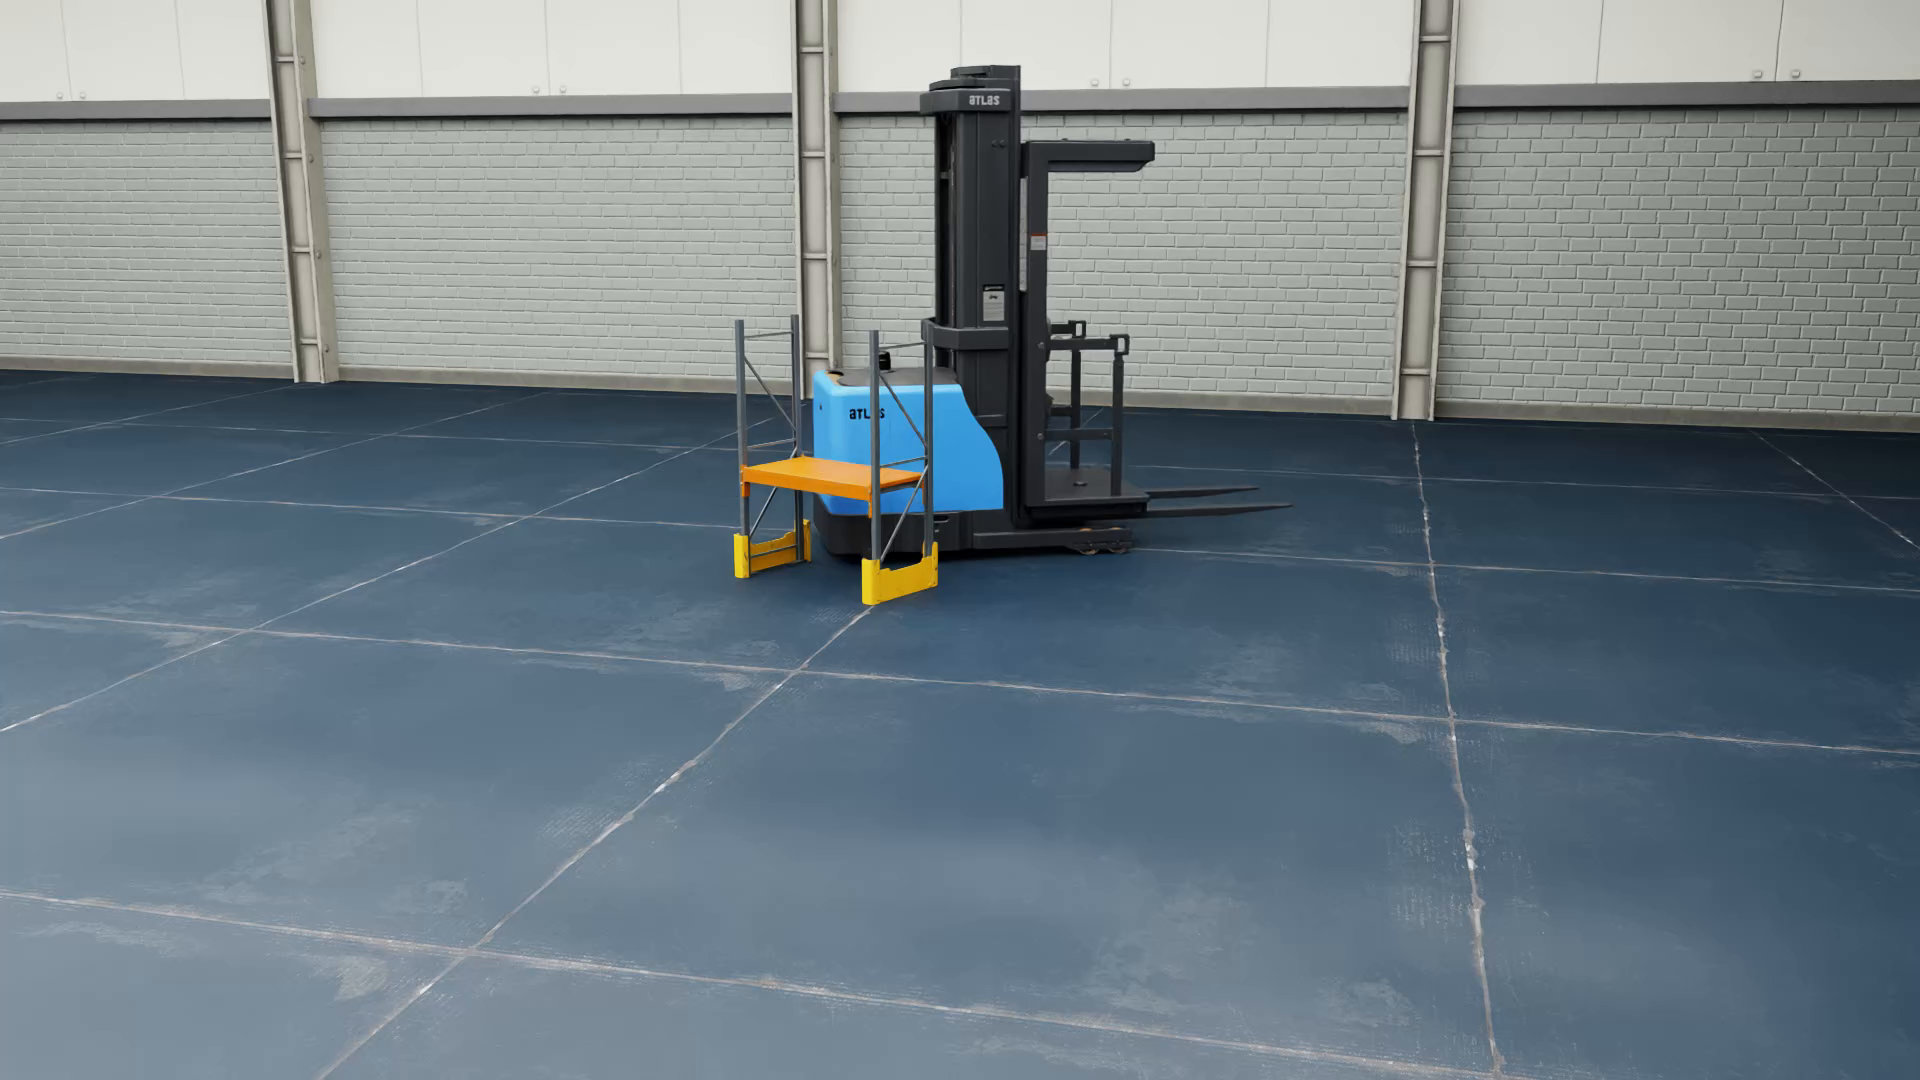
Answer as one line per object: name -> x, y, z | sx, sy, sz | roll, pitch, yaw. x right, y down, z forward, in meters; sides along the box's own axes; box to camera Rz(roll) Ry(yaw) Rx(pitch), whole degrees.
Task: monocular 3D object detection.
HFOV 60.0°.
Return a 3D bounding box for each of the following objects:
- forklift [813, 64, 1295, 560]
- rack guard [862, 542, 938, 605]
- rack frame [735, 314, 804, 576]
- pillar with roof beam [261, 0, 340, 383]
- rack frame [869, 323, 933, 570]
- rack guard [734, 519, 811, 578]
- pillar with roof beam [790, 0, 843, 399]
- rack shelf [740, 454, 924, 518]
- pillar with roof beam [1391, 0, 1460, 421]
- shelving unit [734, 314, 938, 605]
forklift -> 0.610, -1.446, 10.485 | 3.031, 2.935, 1.130 | -2, 13, -11
rack guard -> -0.333, 0.182, 9.338 | 0.087, 0.250, 0.587 | 10, 16, 37
rack frame -> -1.117, -0.562, 9.805 | 0.032, 1.500, 0.500 | 10, 16, 37
pillar with roof beam -> -8.316, -5.290, 13.802 | 0.400, 9.000, 9.100 | 3, 13, 14
rack frame -> -0.317, -0.426, 9.191 | 0.032, 1.500, 0.500 | 10, 16, 37
rack guard -> -1.116, 0.048, 9.939 | 0.087, 0.250, 0.587 | 10, 16, 37
pillar with roof beam -> -2.491, -4.979, 12.399 | 0.400, 9.000, 9.100 | 3, 13, 14
rack shelf -> -0.717, -0.318, 9.537 | 1.000, 0.185, 0.538 | 10, 16, 37
pillar with roof beam -> 3.334, -4.668, 10.996 | 0.400, 9.000, 9.100 | 3, 13, 14
shelving unit -> -0.724, -0.495, 9.504 | 1.083, 1.500, 0.587 | 10, 16, 37
